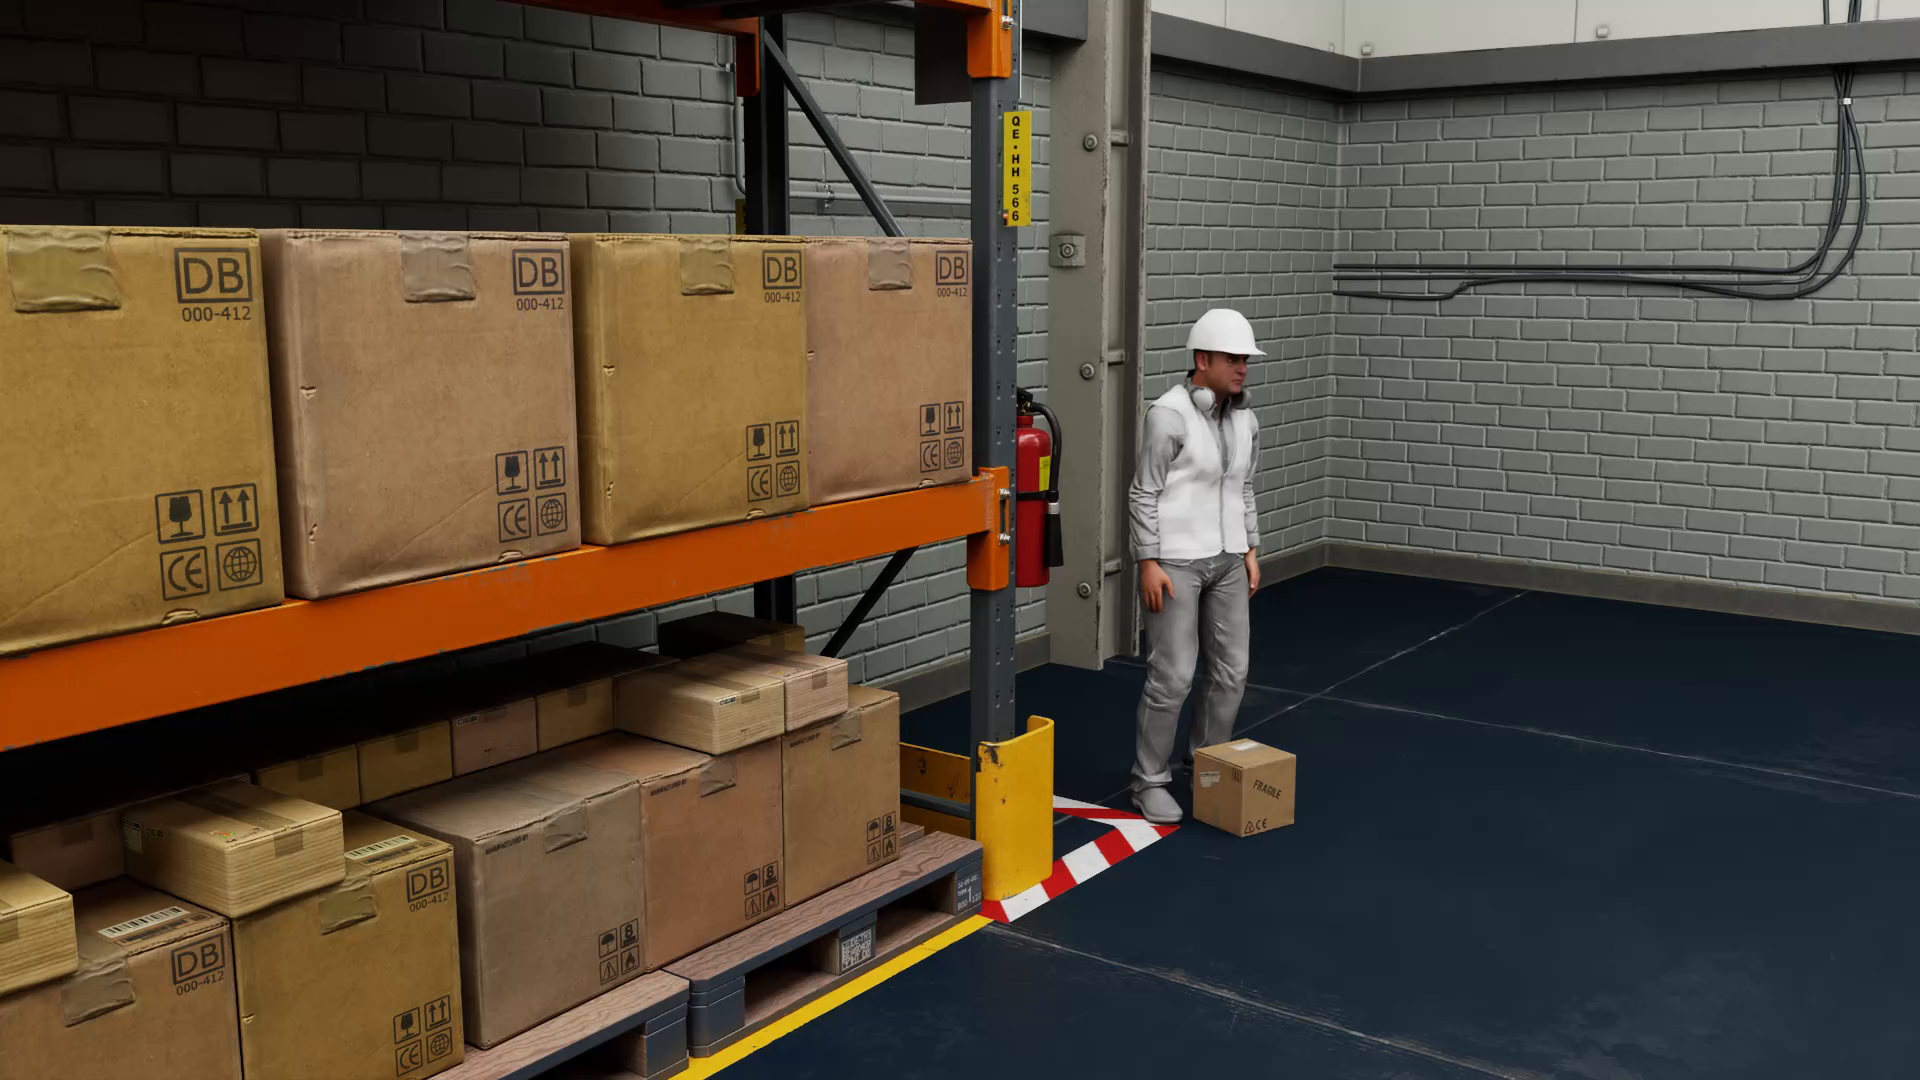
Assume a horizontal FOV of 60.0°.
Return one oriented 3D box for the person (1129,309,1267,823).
[{"bbox_3d":[0.844,0.075,5.885,0.583,1.770,0.464,-7,12,-35],"label":"person"}]
